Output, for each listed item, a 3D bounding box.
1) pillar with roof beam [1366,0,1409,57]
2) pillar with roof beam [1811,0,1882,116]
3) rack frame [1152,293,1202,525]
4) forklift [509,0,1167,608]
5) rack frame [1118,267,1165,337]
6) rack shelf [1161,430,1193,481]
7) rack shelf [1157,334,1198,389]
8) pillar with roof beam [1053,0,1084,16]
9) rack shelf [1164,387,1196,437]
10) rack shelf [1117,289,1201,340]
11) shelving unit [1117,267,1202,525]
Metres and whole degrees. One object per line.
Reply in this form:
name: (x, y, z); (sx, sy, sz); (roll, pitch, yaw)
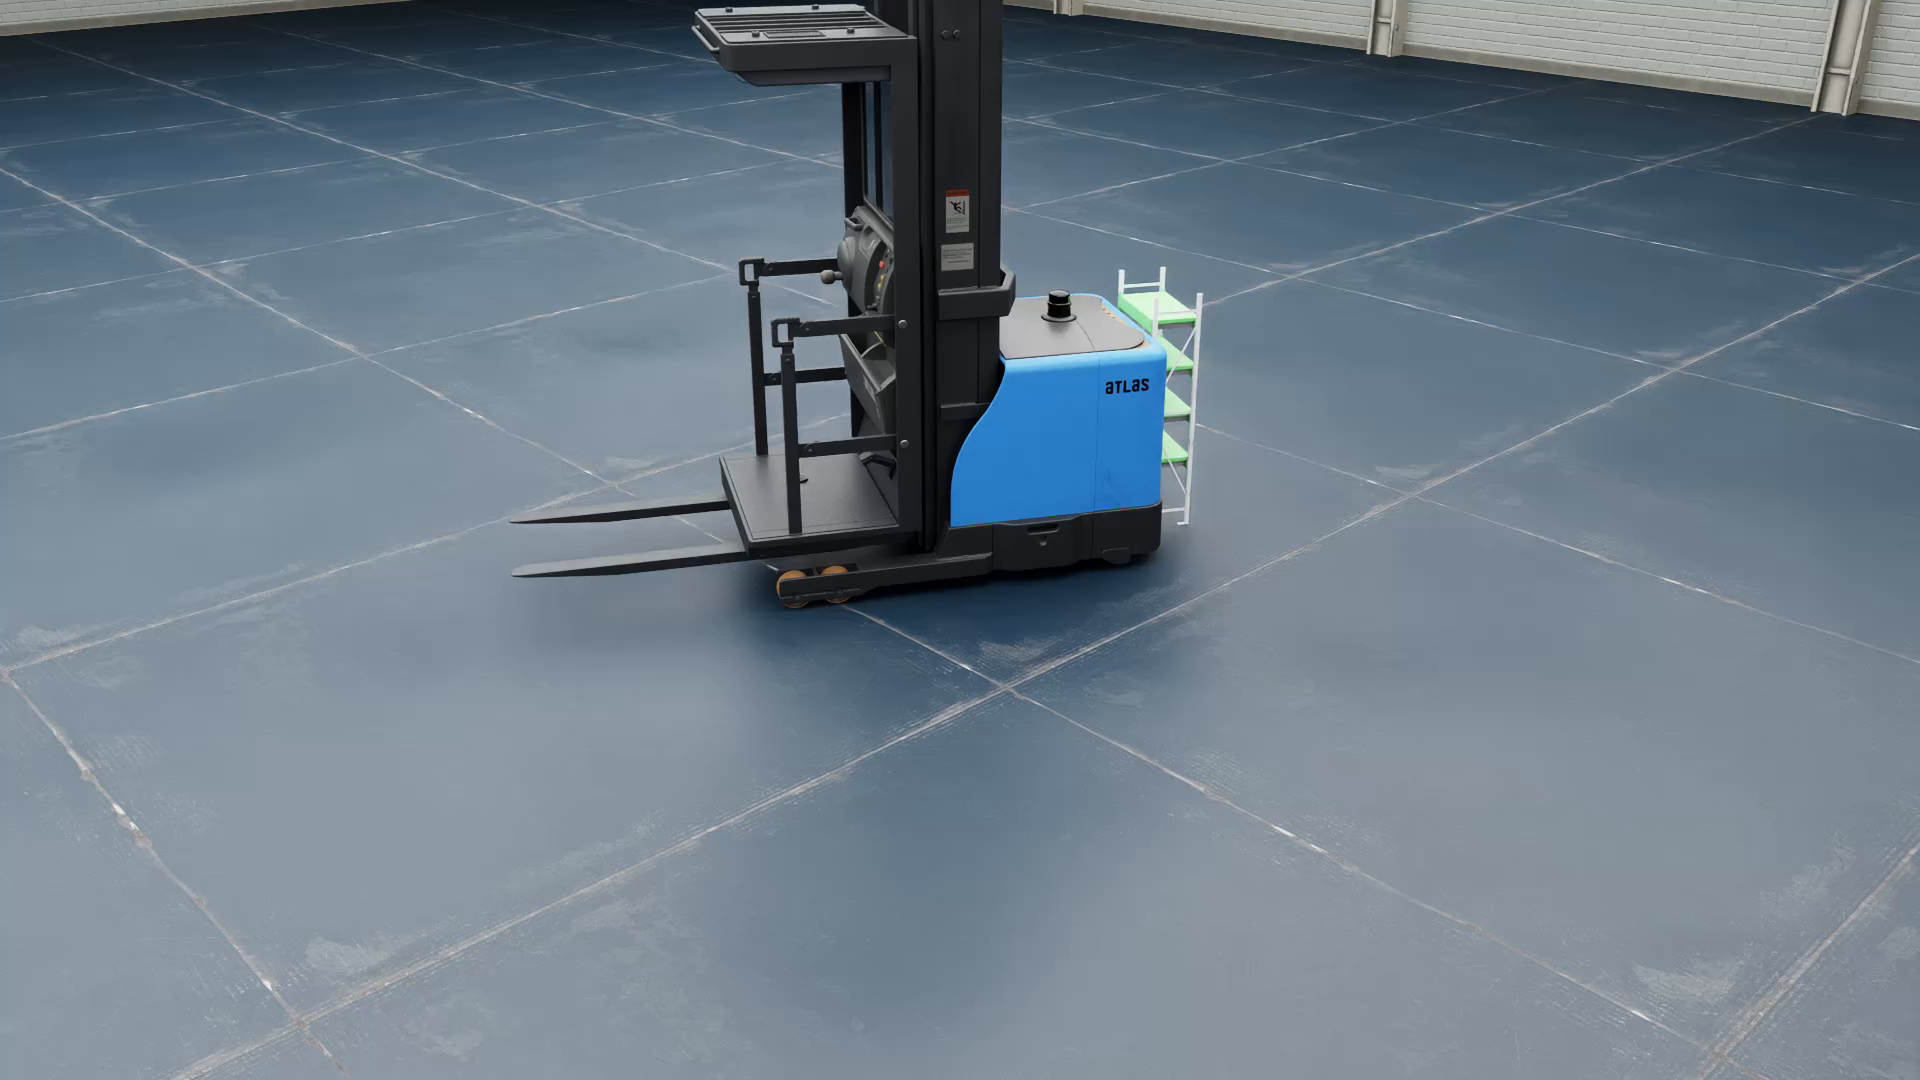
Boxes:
pillar with roof beam: (2.717, -9.575, 18.396); (9.100, 9.000, 0.400); (-21, 32, -38)
pillar with roof beam: (6.818, -7.757, 14.412); (9.100, 9.000, 0.400); (-21, 32, -38)
rack frame: (1.039, -0.617, 8.158); (0.240, 1.200, 0.015); (-6, 25, -13)
forklift: (-0.609, -1.267, 7.495); (3.031, 2.935, 1.130); (-6, 25, -13)
rack frame: (0.915, -0.813, 8.587); (0.240, 1.200, 0.015); (-6, 25, -13)
rack shelf: (0.977, -0.439, 8.499); (0.258, 0.148, 0.480); (-6, 25, -13)
rack shelf: (0.977, -0.876, 8.299); (0.258, 0.148, 0.480); (-6, 25, -13)
pillar with roof beam: (-1.384, -11.393, 22.381); (9.100, 9.000, 0.400); (-21, 32, -38)
rack shelf: (0.977, -0.657, 8.399); (0.258, 0.148, 0.480); (-6, 25, -13)
rack shelf: (0.977, -1.094, 8.200); (0.258, 0.148, 0.480); (-6, 25, -13)
shelving unit: (0.977, -0.715, 8.372); (0.258, 1.200, 0.503); (-6, 25, -13)
